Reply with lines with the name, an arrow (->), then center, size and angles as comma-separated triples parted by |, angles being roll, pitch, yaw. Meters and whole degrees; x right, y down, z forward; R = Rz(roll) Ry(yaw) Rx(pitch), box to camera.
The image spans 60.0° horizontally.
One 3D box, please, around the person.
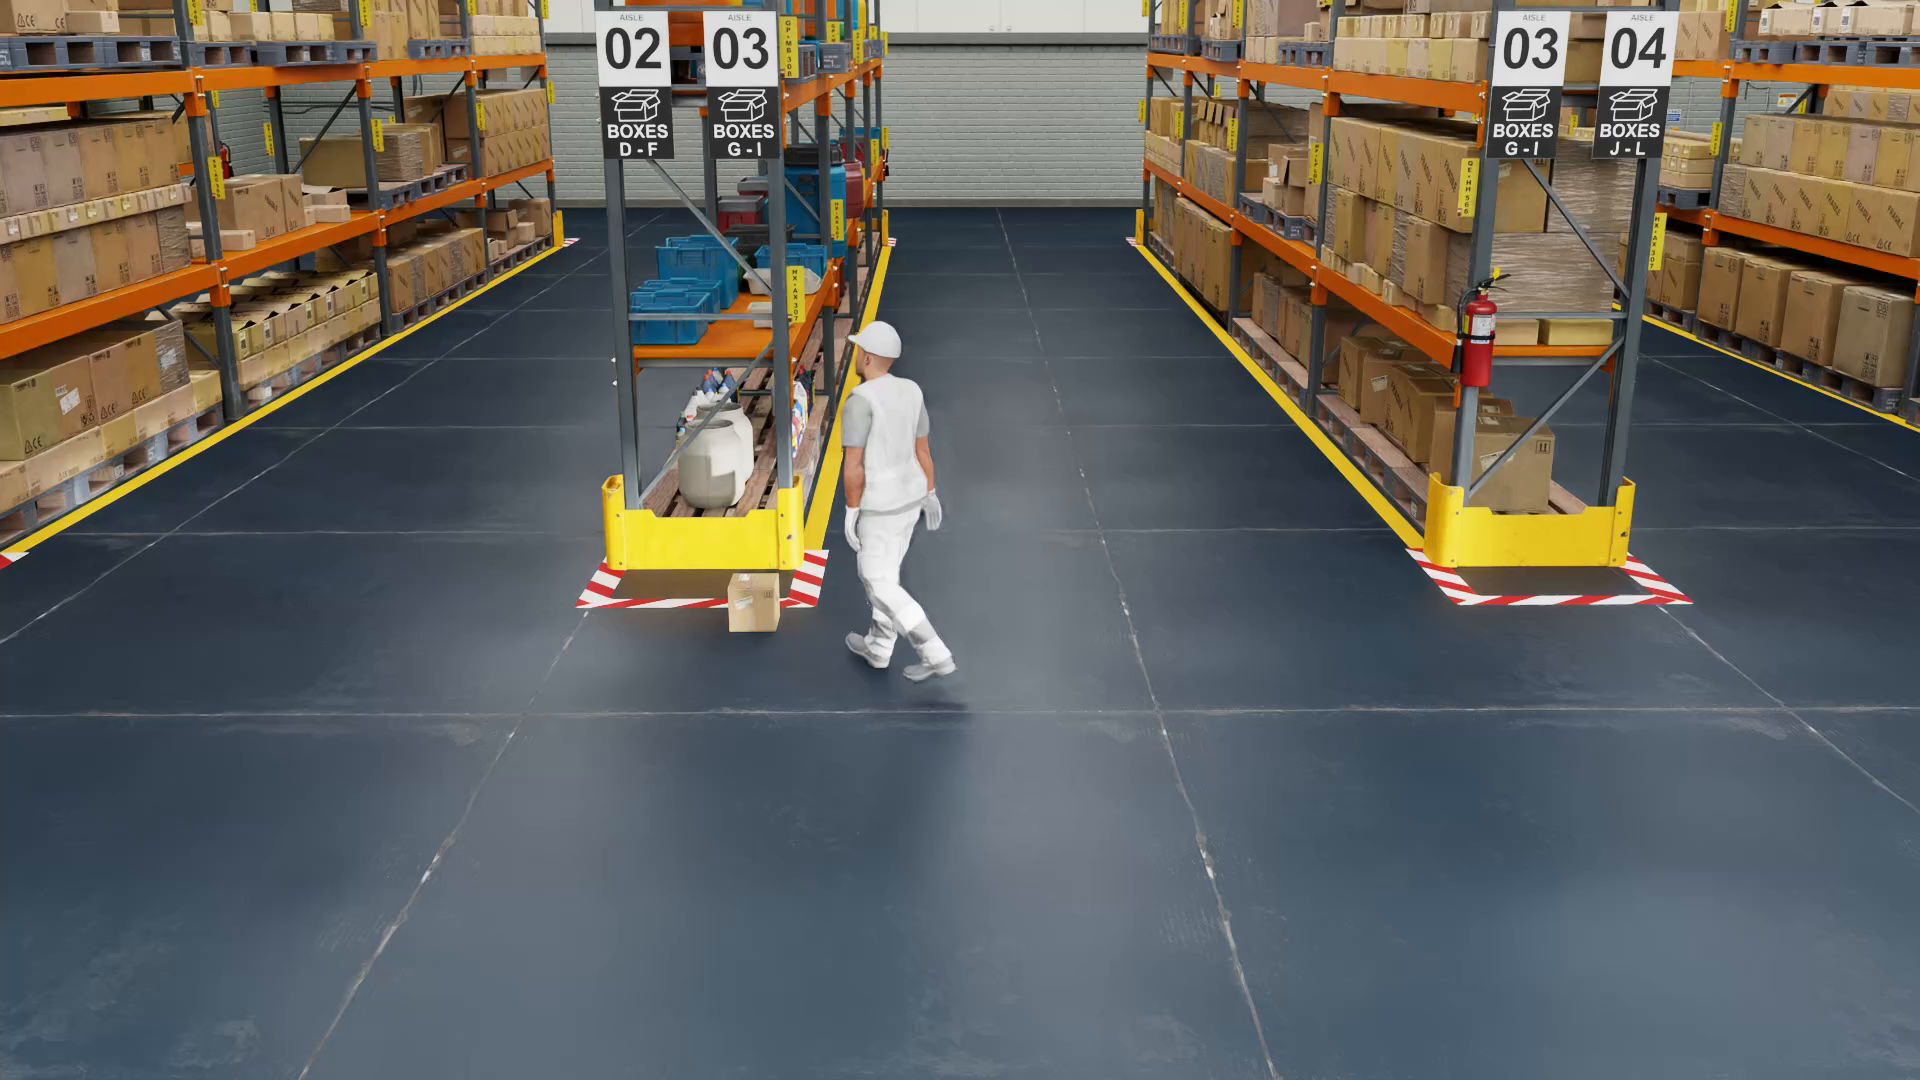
person -> -0.320, -0.158, 8.036 | 0.830, 1.780, 0.611 | 12, 21, 35
